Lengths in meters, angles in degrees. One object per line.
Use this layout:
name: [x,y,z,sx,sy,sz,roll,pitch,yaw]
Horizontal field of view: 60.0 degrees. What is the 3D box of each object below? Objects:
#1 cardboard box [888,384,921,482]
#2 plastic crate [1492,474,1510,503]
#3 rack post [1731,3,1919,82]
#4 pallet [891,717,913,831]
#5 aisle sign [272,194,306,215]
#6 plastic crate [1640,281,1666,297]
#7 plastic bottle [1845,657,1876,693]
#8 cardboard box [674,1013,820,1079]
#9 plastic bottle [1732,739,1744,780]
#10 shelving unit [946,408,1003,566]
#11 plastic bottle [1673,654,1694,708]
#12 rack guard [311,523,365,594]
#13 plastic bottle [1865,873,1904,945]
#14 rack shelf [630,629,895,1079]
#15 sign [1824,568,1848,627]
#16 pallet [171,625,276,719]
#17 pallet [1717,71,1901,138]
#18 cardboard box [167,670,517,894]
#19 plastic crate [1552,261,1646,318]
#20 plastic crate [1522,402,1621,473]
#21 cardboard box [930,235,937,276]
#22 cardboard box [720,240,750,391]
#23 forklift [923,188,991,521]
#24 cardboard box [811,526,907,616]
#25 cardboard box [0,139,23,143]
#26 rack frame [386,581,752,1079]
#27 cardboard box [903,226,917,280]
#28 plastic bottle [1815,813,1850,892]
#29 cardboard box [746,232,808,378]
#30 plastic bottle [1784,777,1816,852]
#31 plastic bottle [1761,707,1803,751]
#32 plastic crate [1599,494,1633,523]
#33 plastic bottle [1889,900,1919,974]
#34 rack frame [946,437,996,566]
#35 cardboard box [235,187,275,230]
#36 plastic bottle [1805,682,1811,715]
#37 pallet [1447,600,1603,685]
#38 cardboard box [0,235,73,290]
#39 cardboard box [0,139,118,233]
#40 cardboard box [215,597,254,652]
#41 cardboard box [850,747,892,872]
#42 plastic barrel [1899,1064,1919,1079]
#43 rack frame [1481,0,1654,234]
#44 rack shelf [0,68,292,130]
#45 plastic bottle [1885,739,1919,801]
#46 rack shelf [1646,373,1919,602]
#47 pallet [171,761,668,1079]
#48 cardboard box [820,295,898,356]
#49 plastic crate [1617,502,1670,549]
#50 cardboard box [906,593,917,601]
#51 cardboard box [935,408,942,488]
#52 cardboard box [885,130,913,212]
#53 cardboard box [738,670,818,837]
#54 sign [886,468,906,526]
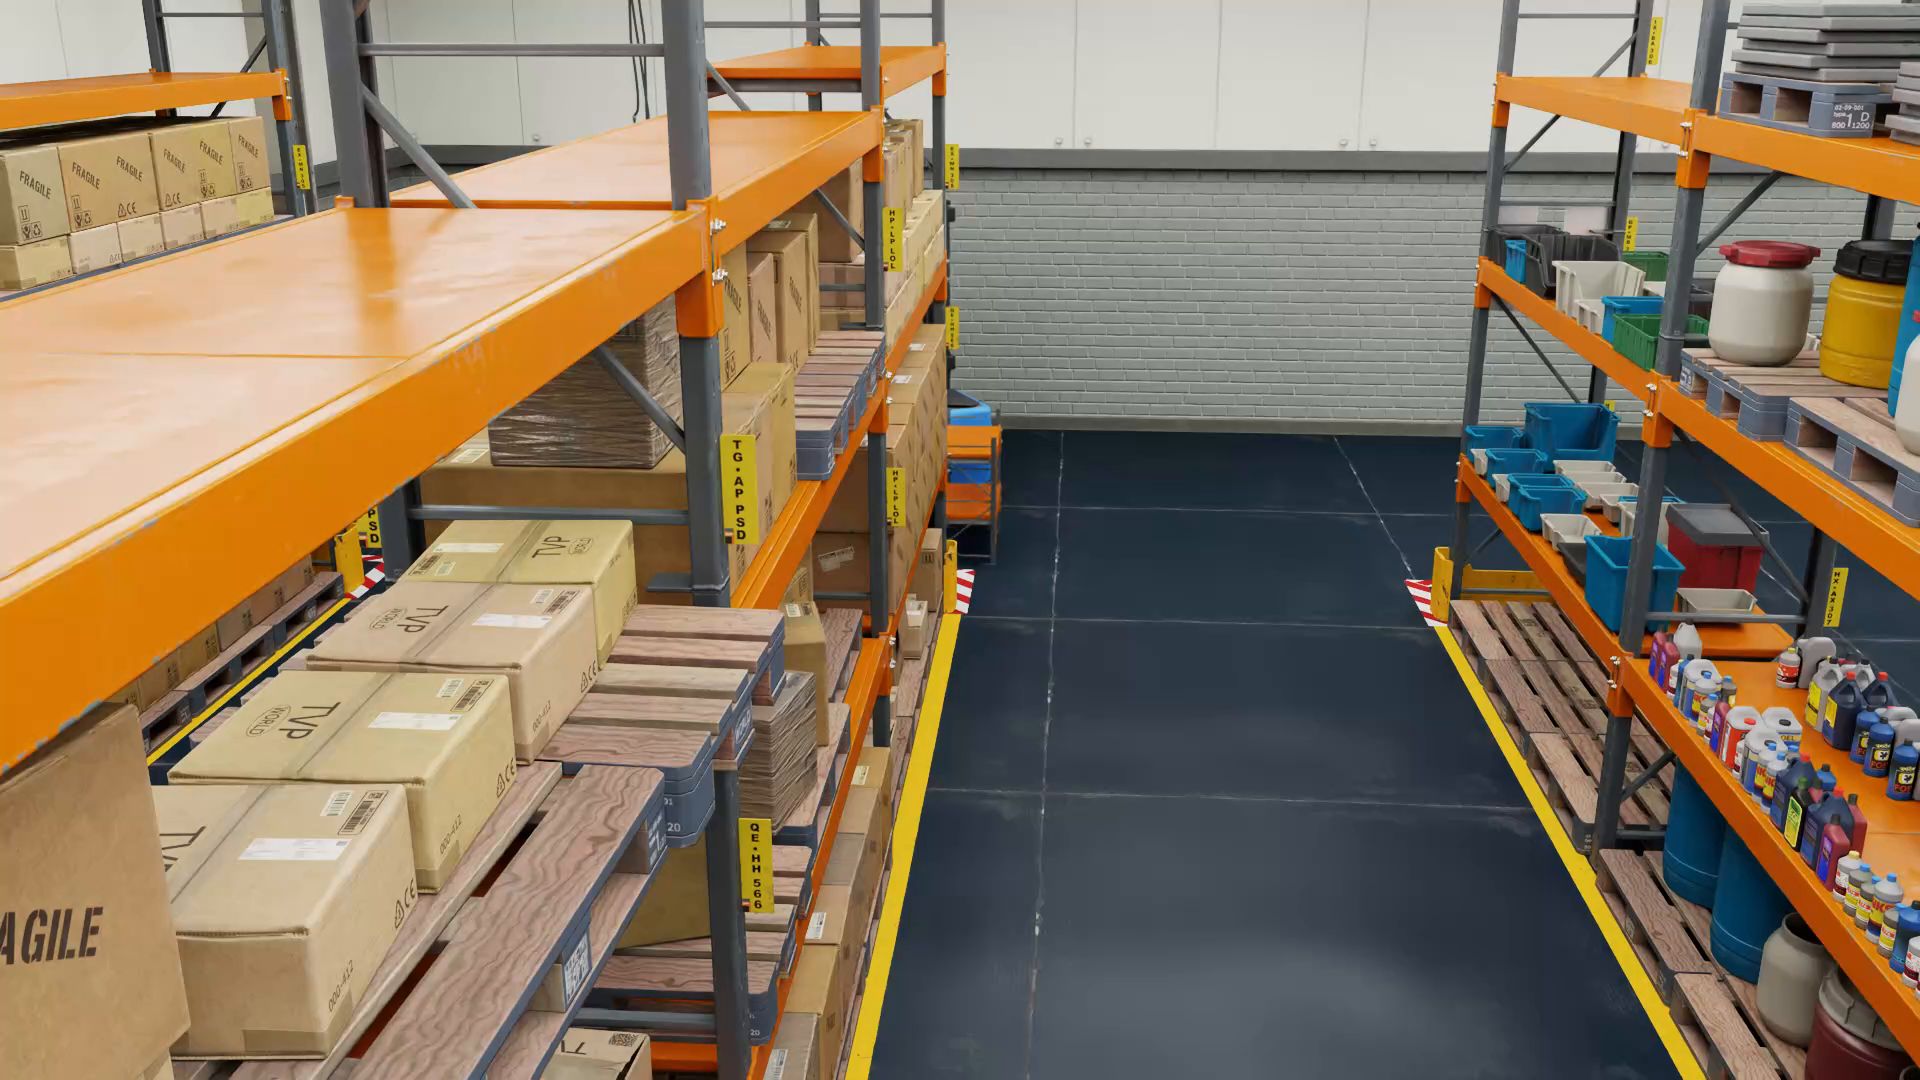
cardboard box: [-0.510,-0.674,10.396,0.500,0.500,0.500,1,18,2]
plastic crate: [3.829,-0.347,11.493,0.250,0.136,0.298,1,18,4]
rack post: [3.951,-2.134,7.104,0.937,0.300,0.954,1,18,3]
pallet: [-0.848,1.421,10.249,1.003,0.211,1.213,1,18,4]
aisle sign: [-5.248,-2.294,12.932,0.394,0.787,0.004,1,18,4]
plastic crate: [4.429,-1.475,10.213,0.437,0.136,0.530,1,18,4]
plastic bottle: [4.303,0.737,7.937,0.144,0.351,0.185,1,18,4]
cardboard box: [-0.835,2.232,6.602,0.500,0.500,0.500,1,18,2]
plastic bottle: [3.527,0.973,7.455,0.097,0.201,0.097,0,18,0]
shelving unit: [0.085,-0.483,14.591,0.538,1.125,1.048,1,18,3]
plastic bottle: [3.584,0.694,8.195,0.097,0.271,0.097,0,18,0]
rack guard: [-5.551,0.137,13.701,1.175,0.500,0.348,1,18,4]
plastic bottle: [3.430,1.361,6.160,0.097,0.271,0.097,0,18,0]
rack shelf: [-1.041,1.272,7.380,1.077,0.370,4.000,1,18,4]
sign: [4.591,0.302,8.741,0.100,0.325,0.005,1,18,4]
pallet: [-5.622,0.910,11.807,1.003,0.211,1.213,1,18,4]
pallet: [4.014,-1.893,7.194,1.003,0.211,1.213,1,18,4]
cardboard box: [-1.233,0.480,3.390,0.500,0.250,0.500,1,18,3]
plastic crate: [3.863,-1.510,10.086,0.437,0.282,0.530,1,18,4]
plastic crate: [4.492,-0.759,12.269,0.616,0.435,0.499,1,18,4]
cardboard box: [-0.432,-1.967,11.534,0.500,0.250,0.500,1,18,4]
cardboard box: [-1.074,-0.849,6.114,0.500,0.500,0.500,1,18,4]
forklift: [-0.759,-1.951,16.170,1.130,2.935,3.031,-8,20,-23]
cardboard box: [-0.590,0.109,9.613,0.500,0.500,0.500,2,18,5]
cardboard box: [-5.985,-2.141,10.024,0.500,0.500,0.500,1,18,2]
rack frame: [-1.185,1.551,5.373,1.000,3.000,0.127,1,18,4]
cardboard box: [-0.534,-1.739,10.034,0.500,0.250,0.500,1,18,4]
plastic bottle: [3.441,1.228,6.546,0.061,0.283,0.133,1,18,4]
cardboard box: [-1.033,-1.049,7.493,0.600,0.600,0.600,1,18,3]
plastic bottle: [3.464,1.129,6.847,0.061,0.283,0.133,1,18,4]
plastic bottle: [3.715,0.906,7.541,0.152,0.276,0.135,1,18,4]
plastic crate: [4.418,-0.199,11.040,0.298,0.136,0.250,1,18,4]
plastic bottle: [3.416,1.421,5.975,0.097,0.271,0.097,0,18,0]
rack frame: [0.054,-0.325,14.108,0.500,1.125,0.032,1,18,3]
cardboard box: [-5.340,-2.411,12.052,0.500,0.250,0.500,2,18,6]
plastic bottle: [4.185,0.761,8.103,0.097,0.201,0.097,0,18,0]
pallet: [4.231,0.758,12.269,1.003,0.211,1.213,1,18,4]
cardboard box: [-5.527,-1.611,9.610,0.500,0.250,0.500,1,18,4]
cardboard box: [-5.478,-2.133,10.001,0.500,0.500,0.500,1,18,3]
cardboard box: [-5.574,0.476,11.992,0.700,0.500,0.500,1,18,2]
cardboard box: [-0.647,1.447,8.997,0.500,0.500,0.500,1,18,4]
plastic barrel: [3.725,2.316,6.360,0.421,0.512,0.421,0,18,0]
rack frame: [4.329,-3.673,11.680,1.000,3.000,0.127,1,18,4]
rack shelf: [-5.696,-2.741,10.634,1.077,0.370,4.000,1,18,4]
plastic bottle: [4.122,0.998,7.267,0.097,0.271,0.097,0,18,0]
rack shelf: [3.899,-0.042,6.572,1.077,0.370,4.000,1,18,4]
pallet: [-1.221,0.775,3.225,1.003,0.211,1.213,2,18,6]
cardboard box: [-0.616,-1.191,9.164,0.500,0.250,0.500,1,18,4]
plastic crate: [4.336,-0.022,10.267,0.437,0.282,0.530,1,18,4]
cardboard box: [-0.523,0.502,12.418,0.380,0.166,0.250,1,18,4]
cardboard box: [-0.405,-0.675,12.005,0.500,0.500,0.500,1,18,4]
cardboard box: [-0.681,-2.411,10.880,0.700,0.500,0.500,1,18,4]
cardboard box: [-0.996,0.826,6.750,0.700,0.500,0.500,5,19,14]
sign: [-0.344,-0.230,8.949,0.100,0.325,0.005,1,18,4]
